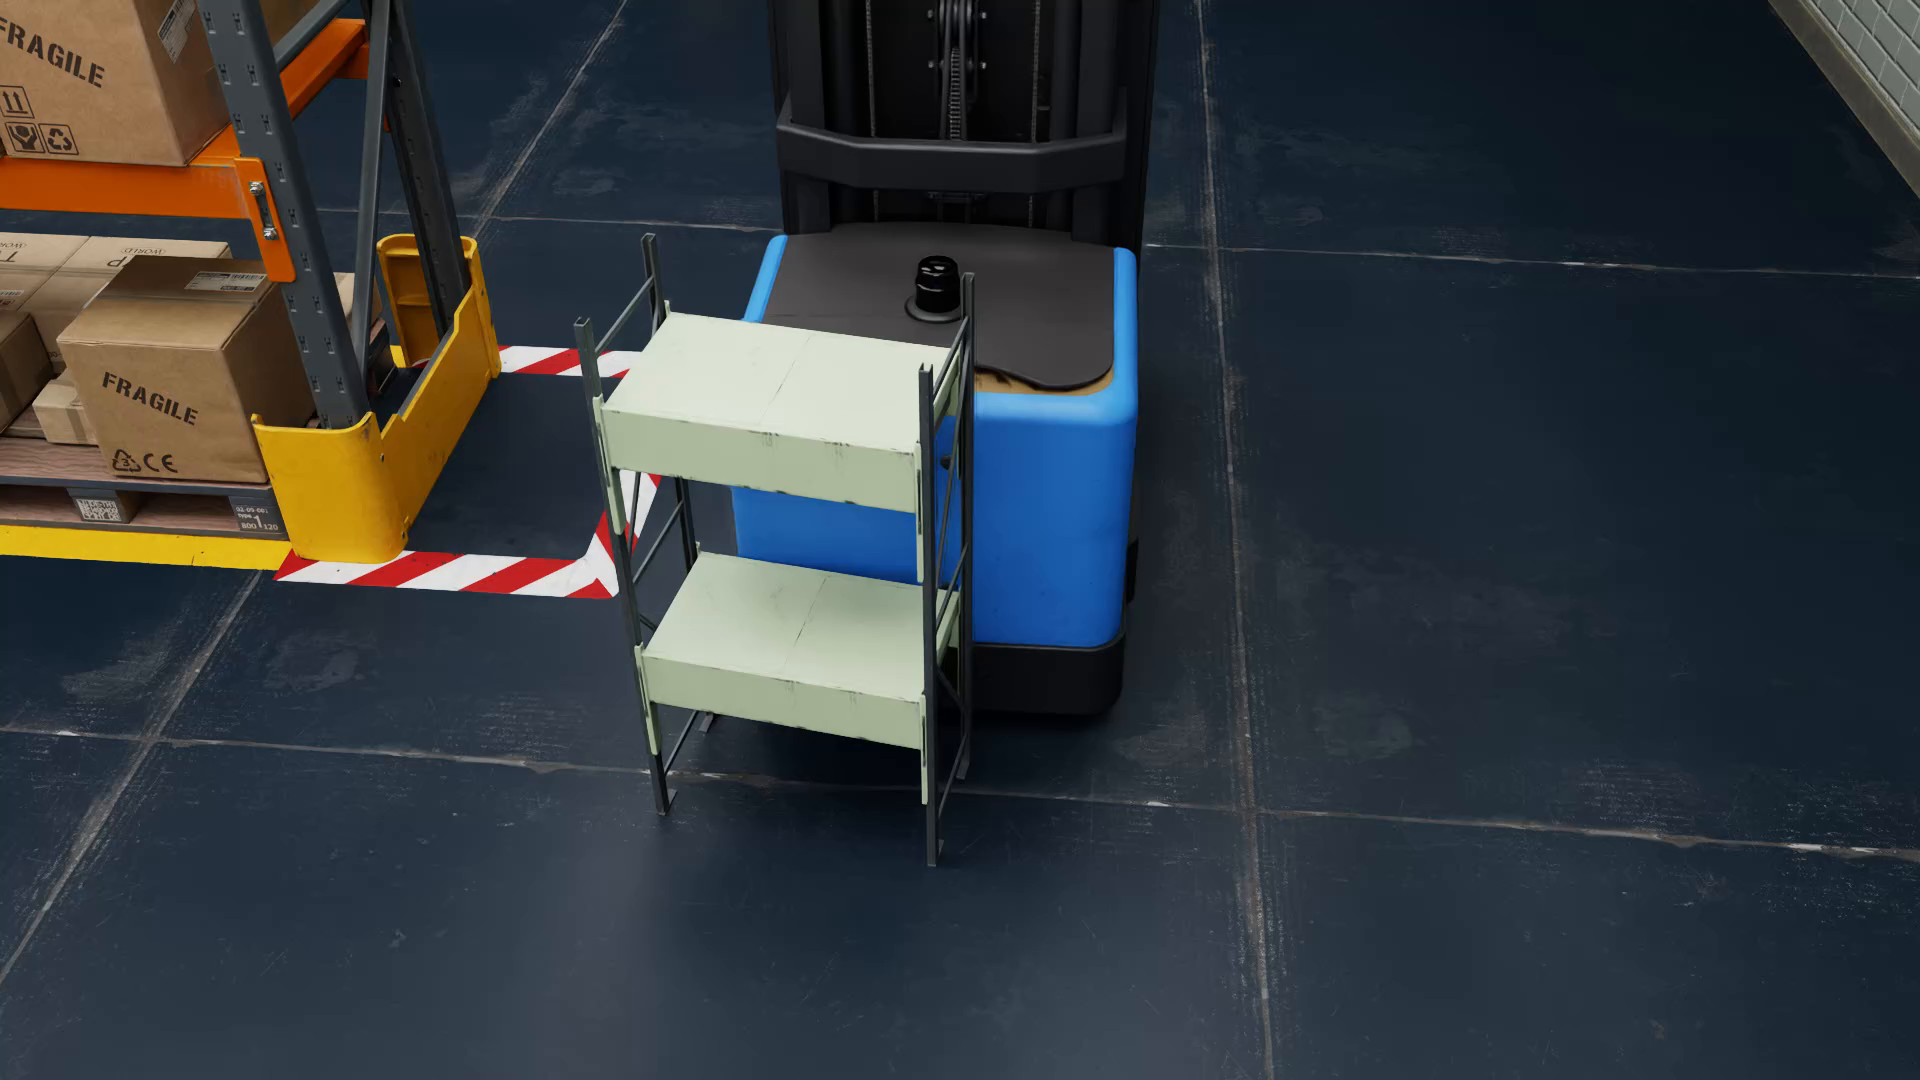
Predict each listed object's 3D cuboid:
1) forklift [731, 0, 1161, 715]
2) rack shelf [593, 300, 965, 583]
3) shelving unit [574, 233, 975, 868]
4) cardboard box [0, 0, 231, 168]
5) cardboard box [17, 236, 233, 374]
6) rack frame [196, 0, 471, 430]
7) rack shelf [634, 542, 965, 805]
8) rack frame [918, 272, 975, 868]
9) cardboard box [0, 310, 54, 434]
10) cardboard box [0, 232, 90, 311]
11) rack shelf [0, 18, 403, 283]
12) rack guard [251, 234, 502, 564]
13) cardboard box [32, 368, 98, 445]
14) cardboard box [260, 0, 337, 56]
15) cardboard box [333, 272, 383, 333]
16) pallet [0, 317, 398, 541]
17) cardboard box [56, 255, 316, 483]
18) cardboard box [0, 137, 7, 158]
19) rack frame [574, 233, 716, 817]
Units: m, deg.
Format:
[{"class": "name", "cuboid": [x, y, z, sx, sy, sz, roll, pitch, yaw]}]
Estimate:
[{"class": "forklift", "cuboid": [0.027, -1.575, 4.863, 1.130, 2.935, 3.031, 3, 39, 3]}, {"class": "rack shelf", "cuboid": [-0.381, -0.229, 3.725, 0.720, 0.370, 0.431, 9, 40, 11]}, {"class": "shelving unit", "cuboid": [-0.381, 0.074, 3.972, 0.755, 1.500, 0.431, 9, 40, 11]}, {"class": "cardboard box", "cuboid": [-2.267, -1.350, 4.454, 0.500, 0.500, 0.500, 4, 39, 5]}, {"class": "cardboard box", "cuboid": [-2.813, -0.798, 5.684, 0.500, 0.250, 0.500, 3, 39, 4]}, {"class": "rack frame", "cuboid": [-1.797, -1.458, 4.665, 0.127, 3.000, 1.000, 3, 39, 4]}, {"class": "rack shelf", "cuboid": [-0.381, 0.326, 4.177, 0.720, 0.370, 0.431, 9, 40, 11]}, {"class": "rack frame", "cuboid": [-0.025, 0.128, 3.905, 0.023, 1.500, 0.400, 9, 40, 11]}, {"class": "cardboard box", "cuboid": [-3.304, -0.508, 5.327, 0.500, 0.250, 0.500, 3, 39, 4]}, {"class": "cardboard box", "cuboid": [-3.311, -0.825, 5.717, 0.500, 0.250, 0.500, 3, 39, 4]}, {"class": "rack shelf", "cuboid": [-3.790, -1.288, 5.026, 4.000, 0.370, 1.077, 3, 39, 4]}, {"class": "rack guard", "cuboid": [-1.873, -0.493, 5.460, 0.348, 0.500, 1.175, 3, 39, 4]}, {"class": "cardboard box", "cuboid": [-2.756, -0.483, 5.364, 0.250, 0.166, 0.380, 3, 39, 4]}, {"class": "cardboard box", "cuboid": [-2.217, -1.687, 4.867, 0.500, 0.500, 0.500, 4, 39, 5]}, {"class": "cardboard box", "cuboid": [-2.185, -0.762, 5.720, 0.250, 0.149, 0.380, 3, 39, 4]}, {"class": "pallet", "cuboid": [-2.667, -0.424, 5.603, 1.213, 0.211, 1.003, 3, 39, 4]}, {"class": "cardboard box", "cuboid": [-2.360, -0.534, 5.162, 0.500, 0.500, 0.500, 3, 39, 4]}, {"class": "cardboard box", "cuboid": [-2.784, -1.376, 4.486, 0.500, 0.500, 0.500, 3, 39, 4]}, {"class": "rack frame", "cuboid": [-0.737, 0.019, 4.038, 0.023, 1.500, 0.400, 9, 40, 11]}]
